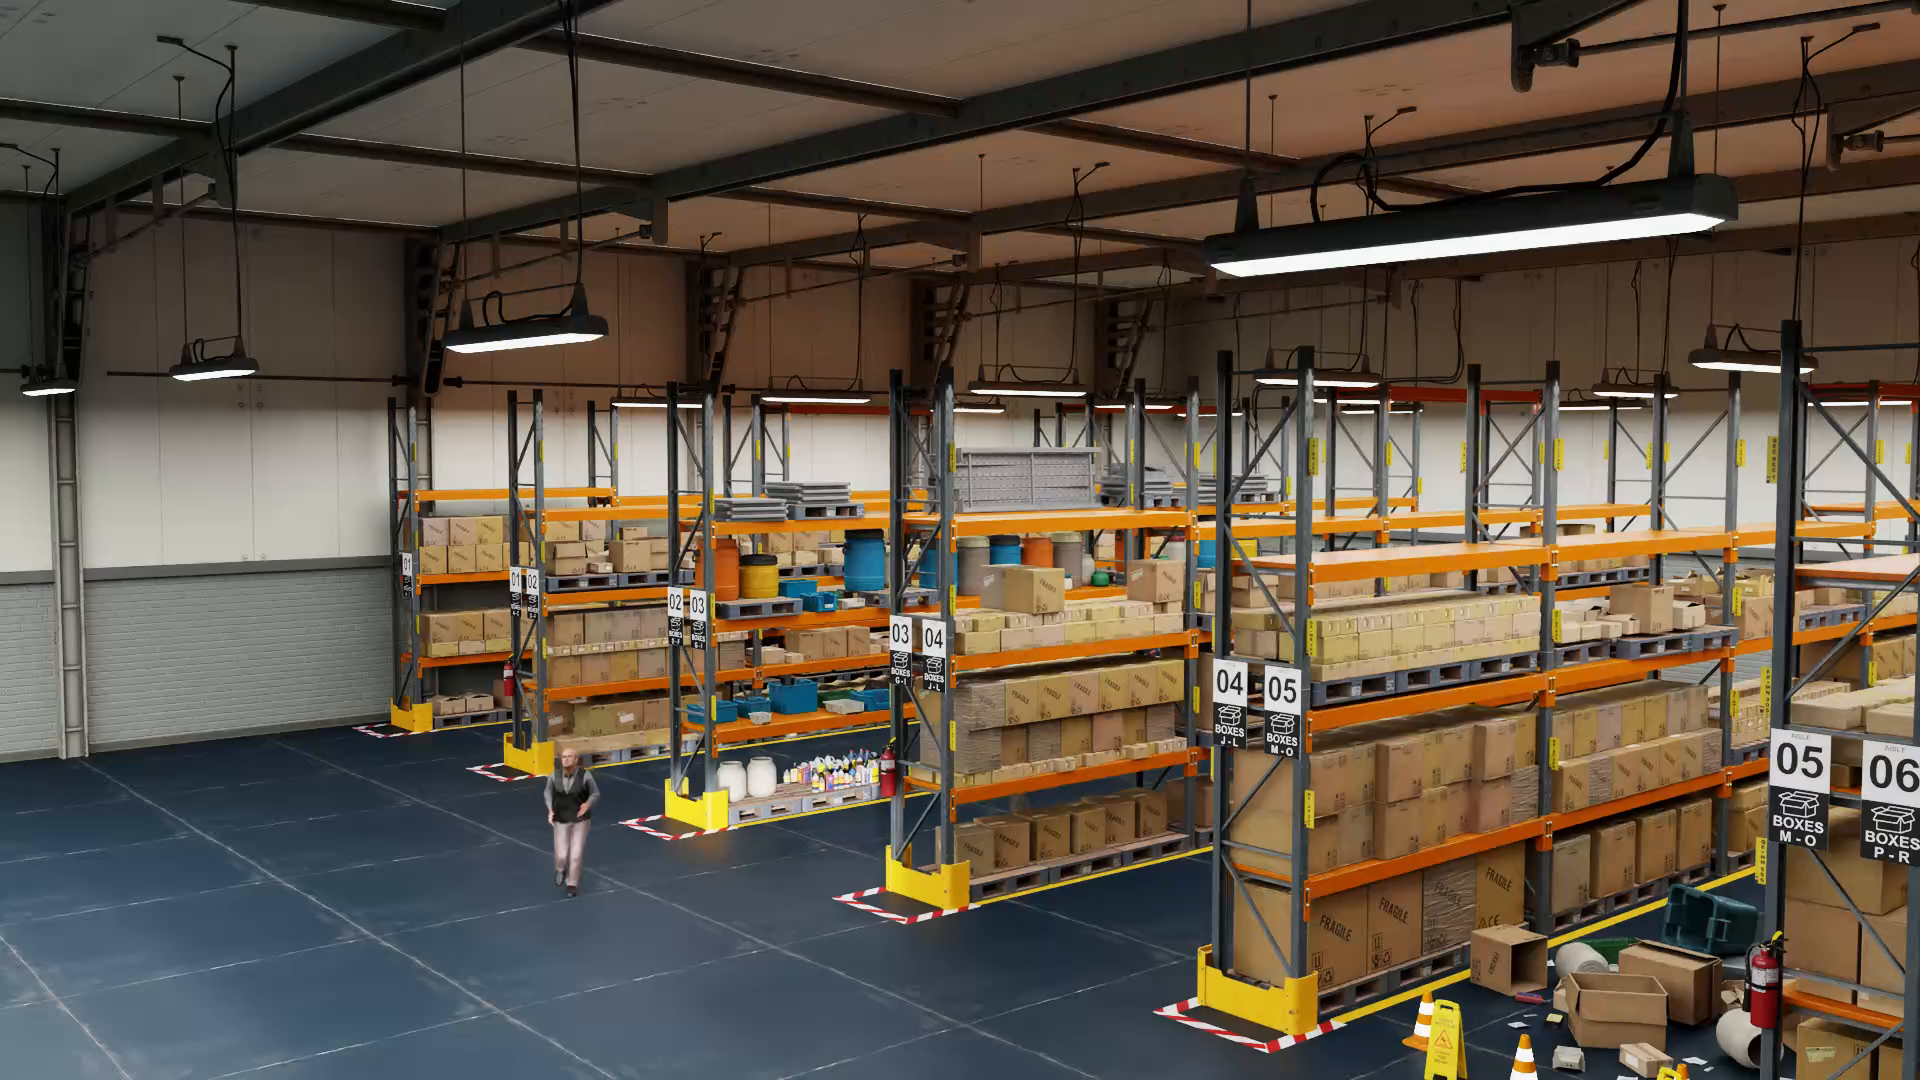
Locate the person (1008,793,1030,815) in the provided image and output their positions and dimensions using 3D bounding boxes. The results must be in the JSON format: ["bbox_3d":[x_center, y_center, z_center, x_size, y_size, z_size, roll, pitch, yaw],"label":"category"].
[{"bbox_3d":[0.726,3.057,22.493,0.513,1.634,0.702,3,4,40],"label":"person"}]

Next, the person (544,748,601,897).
[{"bbox_3d":[-4.430,3.218,18.965,0.652,1.693,0.604,0,3,-6],"label":"person"}]
